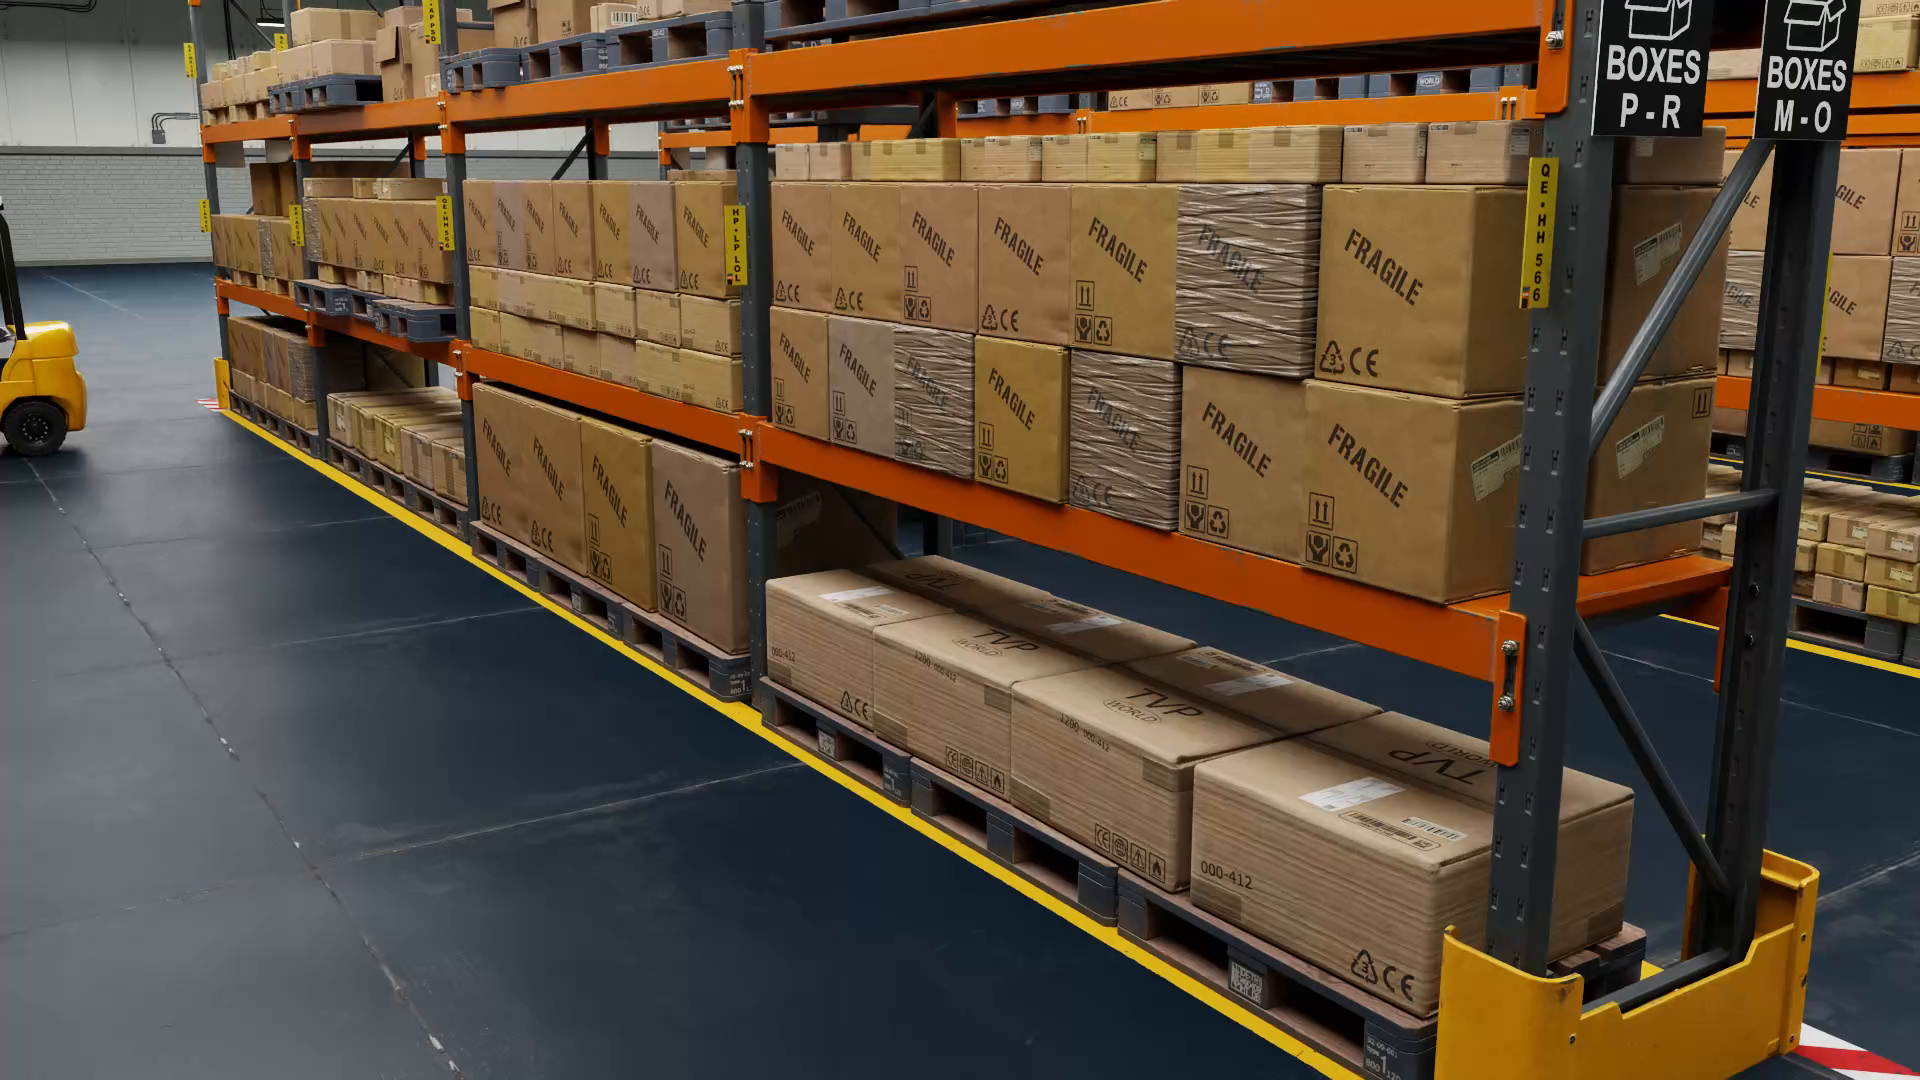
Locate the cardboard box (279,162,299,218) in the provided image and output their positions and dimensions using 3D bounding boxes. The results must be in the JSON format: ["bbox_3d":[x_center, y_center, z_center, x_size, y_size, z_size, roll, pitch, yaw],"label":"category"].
[{"bbox_3d":[-5.863,-3.242,15.393,0.700,0.500,0.500,-8,15,-33],"label":"cardboard box"}]

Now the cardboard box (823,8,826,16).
[{"bbox_3d":[-0.468,-2.500,7.582,0.396,0.266,0.258,-8,15,-33],"label":"cardboard box"}]

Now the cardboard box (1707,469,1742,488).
[{"bbox_3d":[4.394,-0.299,9.507,0.380,0.149,0.250,-8,14,-31],"label":"cardboard box"}]

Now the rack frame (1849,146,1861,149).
[{"bbox_3d":[9.675,-3.235,18.634,1.000,3.000,0.127,-8,15,-33],"label":"rack frame"}]

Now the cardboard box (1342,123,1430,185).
[{"bbox_3d":[1.208,-0.990,4.273,0.380,0.149,0.250,-8,15,-32],"label":"cardboard box"}]

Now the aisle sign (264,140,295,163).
[{"bbox_3d":[-6.924,-4.214,17.025,0.394,0.787,0.004,-8,15,-33],"label":"aisle sign"}]

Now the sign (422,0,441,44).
[{"bbox_3d":[-3.151,-3.130,9.922,0.100,0.325,0.005,-8,15,-33],"label":"sign"}]

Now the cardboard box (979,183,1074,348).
[{"bbox_3d":[0.406,-0.915,5.452,0.500,0.500,0.500,-8,15,-33],"label":"cardboard box"}]

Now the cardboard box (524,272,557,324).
[{"bbox_3d":[-2.072,-1.345,9.173,0.500,0.250,0.500,-8,15,-33],"label":"cardboard box"}]

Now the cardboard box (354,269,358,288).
[{"bbox_3d":[-4.277,-1.952,12.373,0.380,0.149,0.250,-8,15,-32],"label":"cardboard box"}]

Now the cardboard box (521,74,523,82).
[{"bbox_3d":[-2.732,-2.895,10.644,0.380,0.149,0.250,-8,15,-33],"label":"cardboard box"}]

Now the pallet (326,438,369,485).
[{"bbox_3d":[-4.482,-0.687,13.508,1.003,0.211,1.213,-8,15,-33],"label":"pallet"}]

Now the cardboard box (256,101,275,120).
[{"bbox_3d":[-5.902,-3.735,14.485,0.380,0.149,0.250,-8,14,-31],"label":"cardboard box"}]

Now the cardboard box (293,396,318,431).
[{"bbox_3d":[-5.466,-1.123,14.427,0.500,0.250,0.500,-7,14,-30],"label":"cardboard box"}]

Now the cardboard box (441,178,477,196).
[{"bbox_3d":[-3.907,-2.681,12.669,0.380,0.149,0.250,-9,15,-35],"label":"cardboard box"}]

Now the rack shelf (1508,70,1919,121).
[{"bbox_3d":[4.691,-2.127,8.228,1.077,0.370,4.000,-8,15,-33],"label":"rack shelf"}]

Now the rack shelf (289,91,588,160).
[{"bbox_3d":[-3.807,-2.946,11.972,1.077,0.370,4.000,-8,15,-33],"label":"rack shelf"}]

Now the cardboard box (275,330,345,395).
[{"bbox_3d":[-5.749,-1.579,14.760,0.500,0.500,0.500,-8,15,-32],"label":"cardboard box"}]

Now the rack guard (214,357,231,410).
[{"bbox_3d":[-7.089,-1.664,17.301,1.175,0.500,0.348,-8,15,-33],"label":"rack guard"}]

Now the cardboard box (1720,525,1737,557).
[{"bbox_3d":[4.264,0.002,8.825,0.380,0.149,0.250,-8,15,-33],"label":"cardboard box"}]

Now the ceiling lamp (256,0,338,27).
[{"bbox_3d":[-16.000,-13.947,39.913,2.000,3.185,0.800,-8,15,-33],"label":"ceiling lamp"}]

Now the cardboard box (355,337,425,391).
[{"bbox_3d":[-5.017,-1.552,14.637,0.500,0.500,0.500,-7,14,-30],"label":"cardboard box"}]

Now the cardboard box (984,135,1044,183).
[{"bbox_3d":[0.305,-1.259,5.504,0.380,0.149,0.250,-8,15,-33],"label":"cardboard box"}]

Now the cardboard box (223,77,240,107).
[{"bbox_3d":[-6.496,-4.135,15.385,0.500,0.250,0.500,-8,14,-31],"label":"cardboard box"}]

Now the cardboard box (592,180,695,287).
[{"bbox_3d":[-1.496,-1.535,8.286,0.500,0.500,0.500,-8,14,-31],"label":"cardboard box"}]

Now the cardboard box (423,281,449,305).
[{"bbox_3d":[-3.285,-1.628,10.890,0.380,0.149,0.250,-8,15,-32],"label":"cardboard box"}]

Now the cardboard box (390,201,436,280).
[{"bbox_3d":[-3.477,-2.014,11.136,0.500,0.500,0.500,-8,15,-34],"label":"cardboard box"}]

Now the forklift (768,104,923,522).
[{"bbox_3d":[-0.753,-1.803,12.245,1.130,2.935,3.031,-6,14,-24],"label":"forklift"}]

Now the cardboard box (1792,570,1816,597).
[{"bbox_3d":[4.479,0.186,8.682,0.380,0.149,0.250,-8,14,-31],"label":"cardboard box"}]

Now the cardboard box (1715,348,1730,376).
[{"bbox_3d":[4.094,-0.977,8.894,0.380,0.149,0.250,-8,15,-32],"label":"cardboard box"}]

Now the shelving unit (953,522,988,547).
[{"bbox_3d":[0.030,-0.503,10.706,0.215,1.050,0.252,-8,15,-33],"label":"shelving unit"}]

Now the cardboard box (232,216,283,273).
[{"bbox_3d":[-6.526,-2.794,15.685,0.500,0.500,0.500,-8,15,-34],"label":"cardboard box"}]

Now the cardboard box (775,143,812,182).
[{"bbox_3d":[-0.523,-1.532,6.752,0.380,0.149,0.250,-8,15,-34],"label":"cardboard box"}]

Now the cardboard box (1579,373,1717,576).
[{"bbox_3d":[1.707,-0.221,4.618,0.500,0.500,0.500,-8,15,-33],"label":"cardboard box"}]

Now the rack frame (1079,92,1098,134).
[{"bbox_3d":[1.366,-2.080,13.351,1.000,3.000,0.127,-8,15,-33],"label":"rack frame"}]

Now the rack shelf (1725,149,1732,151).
[{"bbox_3d":[10.476,-6.002,25.948,1.077,0.370,4.000,-8,15,-33],"label":"rack shelf"}]

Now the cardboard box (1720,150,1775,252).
[{"bbox_3d":[4.183,-1.758,8.610,0.500,0.500,0.500,-8,15,-32],"label":"cardboard box"}]

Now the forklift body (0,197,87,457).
[{"bbox_3d":[-8.692,-1.775,13.942,2.313,2.155,1.214,-8,15,-33],"label":"forklift body"}]

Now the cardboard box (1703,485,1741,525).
[{"bbox_3d":[4.122,-0.192,9.016,0.380,0.149,0.250,-8,15,-32],"label":"cardboard box"}]

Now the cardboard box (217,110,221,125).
[{"bbox_3d":[-6.997,-4.108,16.191,0.380,0.149,0.250,-9,15,-35],"label":"cardboard box"}]

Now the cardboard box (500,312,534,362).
[{"bbox_3d":[-2.338,-1.197,9.663,0.500,0.250,0.500,-9,15,-34],"label":"cardboard box"}]

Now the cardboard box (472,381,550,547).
[{"bbox_3d":[-2.385,-0.510,10.165,0.875,0.875,0.875,-8,15,-33],"label":"cardboard box"}]

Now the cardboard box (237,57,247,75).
[{"bbox_3d":[-6.211,-4.214,14.813,0.380,0.149,0.250,-8,15,-32],"label":"cardboard box"}]

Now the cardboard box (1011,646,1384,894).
[{"bbox_3d":[0.771,0.726,5.535,0.875,0.438,0.875,-8,14,-31],"label":"cardboard box"}]

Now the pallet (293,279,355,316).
[{"bbox_3d":[-4.612,-1.940,13.163,1.003,0.211,1.213,-8,15,-33],"label":"pallet"}]

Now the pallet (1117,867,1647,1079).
[{"bbox_3d":[1.226,1.176,4.989,1.003,0.211,1.213,-8,15,-33],"label":"pallet"}]

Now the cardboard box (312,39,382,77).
[{"bbox_3d":[-4.346,-3.456,11.992,0.500,0.250,0.500,-8,15,-33],"label":"cardboard box"}]

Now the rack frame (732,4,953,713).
[{"bbox_3d":[-0.482,-0.765,7.336,1.000,3.000,0.127,-8,15,-33],"label":"rack frame"}]

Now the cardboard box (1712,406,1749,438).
[{"bbox_3d":[6.901,-1.375,14.118,1.225,0.875,0.875,-9,15,-35],"label":"cardboard box"}]

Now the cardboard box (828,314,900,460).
[{"bbox_3d":[-0.165,-0.609,6.391,0.500,0.500,0.500,-8,15,-32],"label":"cardboard box"}]

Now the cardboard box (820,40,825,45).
[{"bbox_3d":[-1.318,-4.805,16.295,0.380,0.149,0.250,-8,15,-33],"label":"cardboard box"}]

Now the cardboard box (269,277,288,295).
[{"bbox_3d":[-5.912,-2.266,14.790,0.380,0.149,0.250,-8,15,-34],"label":"cardboard box"}]

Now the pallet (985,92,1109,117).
[{"bbox_3d":[0.965,-3.561,13.546,1.213,0.211,1.003,-7,14,-30],"label":"pallet"}]

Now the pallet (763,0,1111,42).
[{"bbox_3d":[-0.038,-2.040,6.354,1.003,0.211,1.213,-8,15,-33],"label":"pallet"}]
